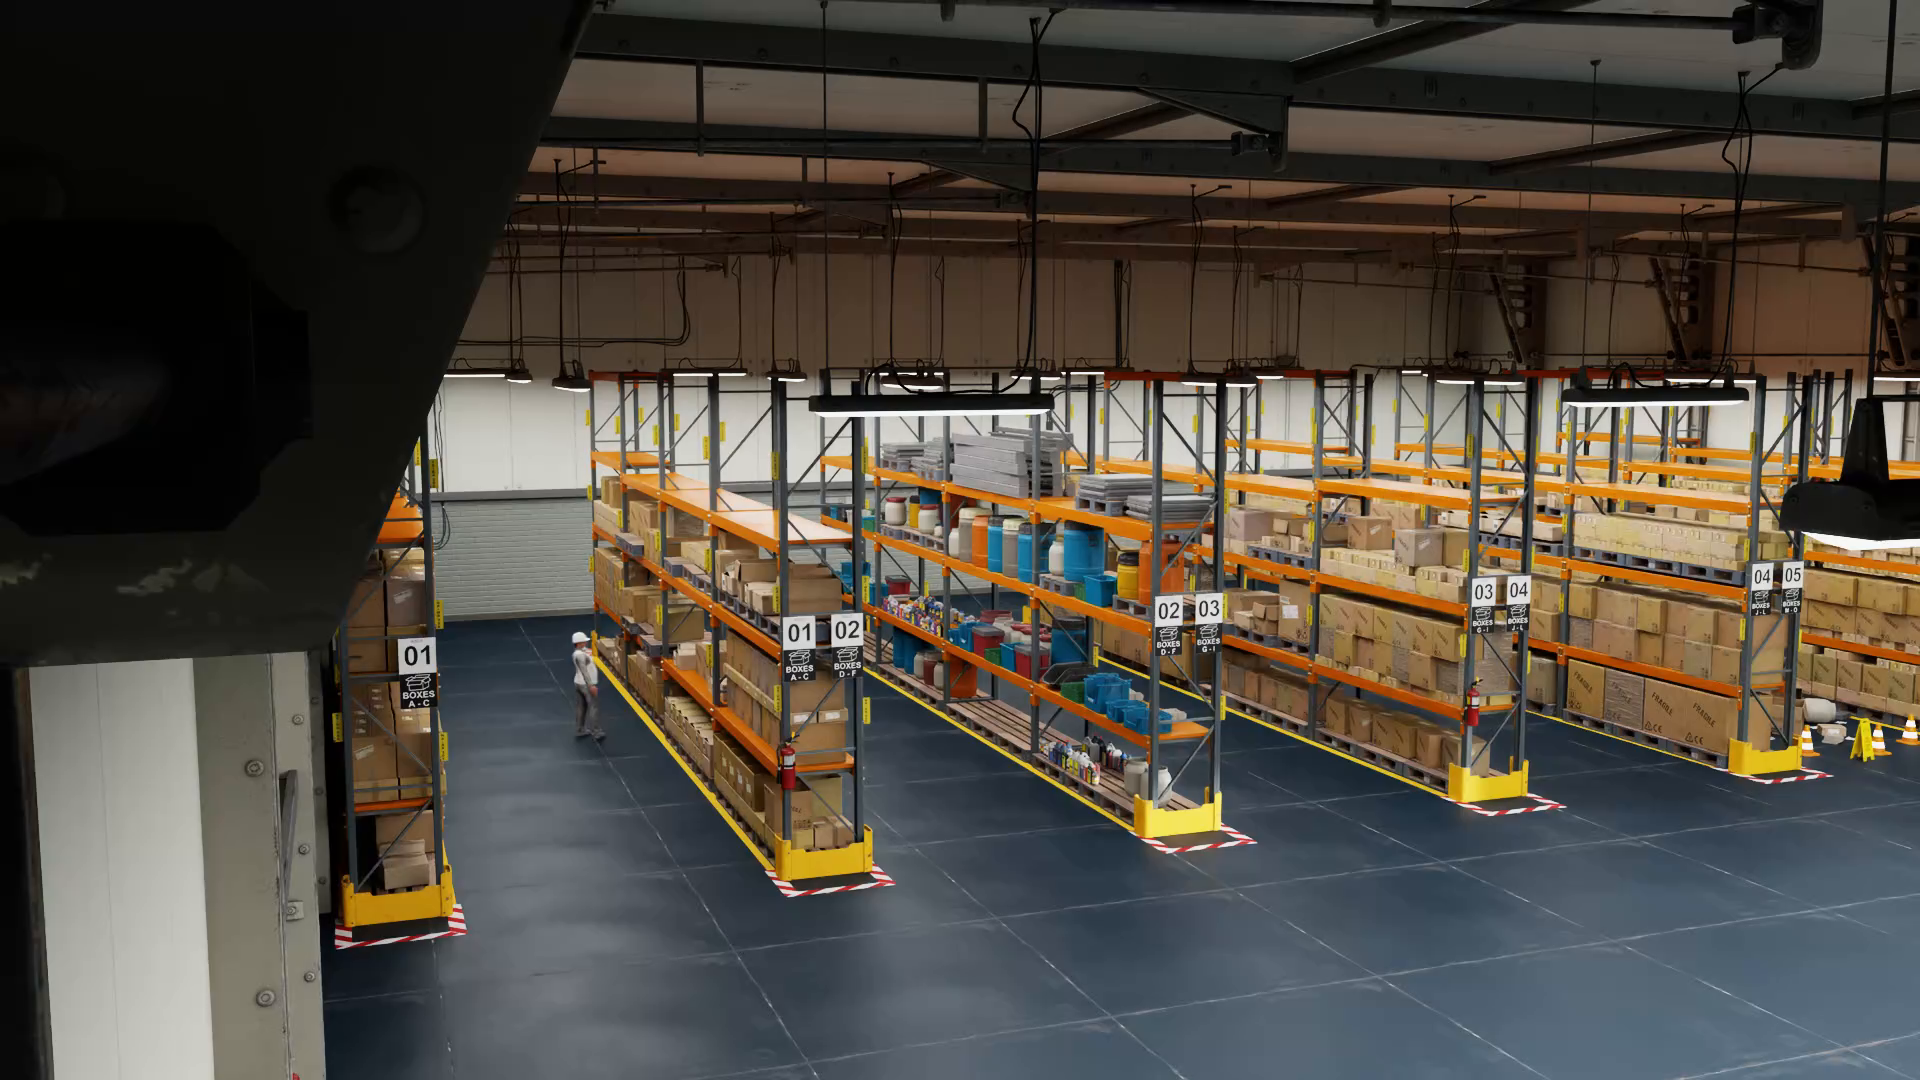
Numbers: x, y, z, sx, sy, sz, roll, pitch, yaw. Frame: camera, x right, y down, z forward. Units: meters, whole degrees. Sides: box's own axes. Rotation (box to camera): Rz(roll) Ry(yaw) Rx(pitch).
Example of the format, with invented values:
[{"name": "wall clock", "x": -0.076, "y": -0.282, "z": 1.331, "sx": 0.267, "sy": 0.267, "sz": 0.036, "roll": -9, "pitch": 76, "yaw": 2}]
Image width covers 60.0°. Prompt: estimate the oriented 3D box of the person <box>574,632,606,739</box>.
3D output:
[{"name": "person", "x": -6.121, "y": 2.385, "z": 27.439, "sx": 0.496, "sy": 1.761, "sz": 0.614, "roll": -3, "pitch": 7, "yaw": -27}]
